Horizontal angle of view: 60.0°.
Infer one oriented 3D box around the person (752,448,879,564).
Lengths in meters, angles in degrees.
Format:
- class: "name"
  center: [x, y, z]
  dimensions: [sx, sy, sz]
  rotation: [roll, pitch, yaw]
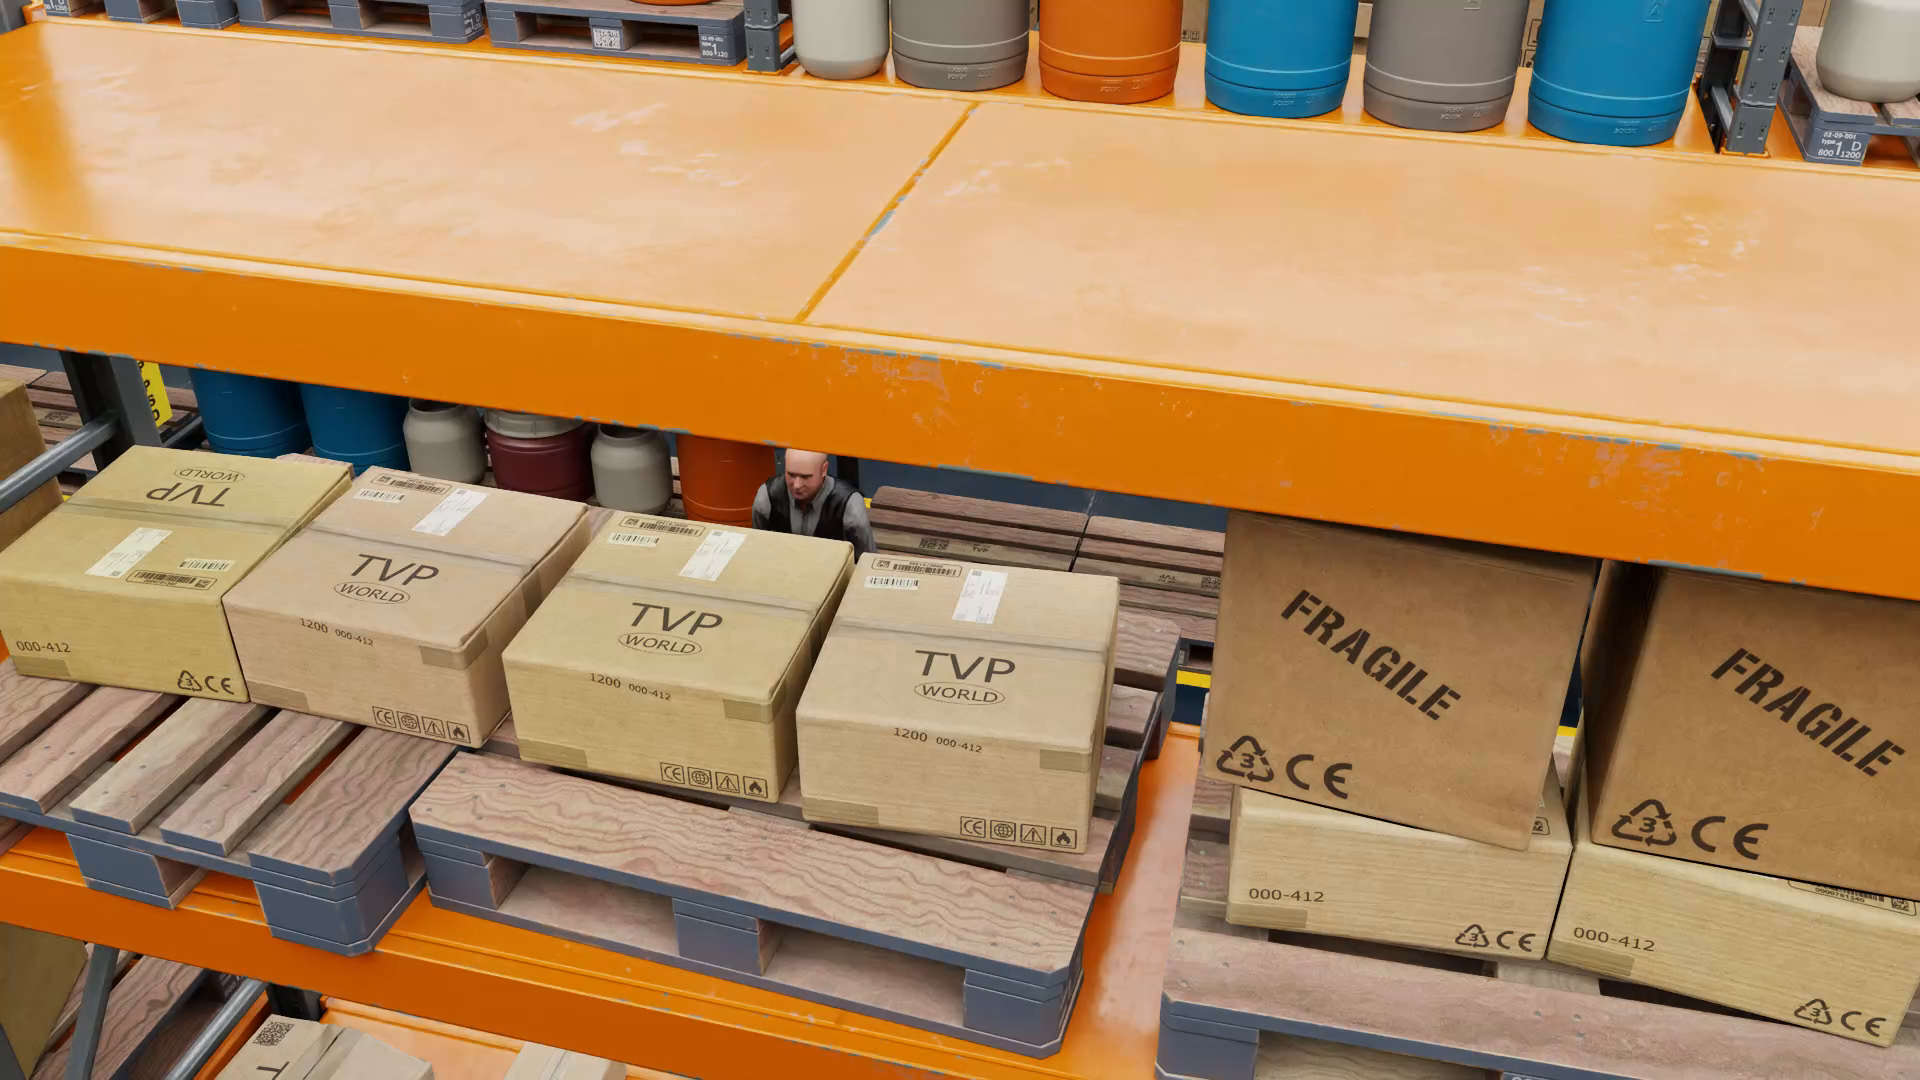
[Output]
- class: "person"
  center: [-0.626, 0.278, 7.247]
  dimensions: [0.581, 1.721, 0.419]
  rotation: [8, 34, 13]
